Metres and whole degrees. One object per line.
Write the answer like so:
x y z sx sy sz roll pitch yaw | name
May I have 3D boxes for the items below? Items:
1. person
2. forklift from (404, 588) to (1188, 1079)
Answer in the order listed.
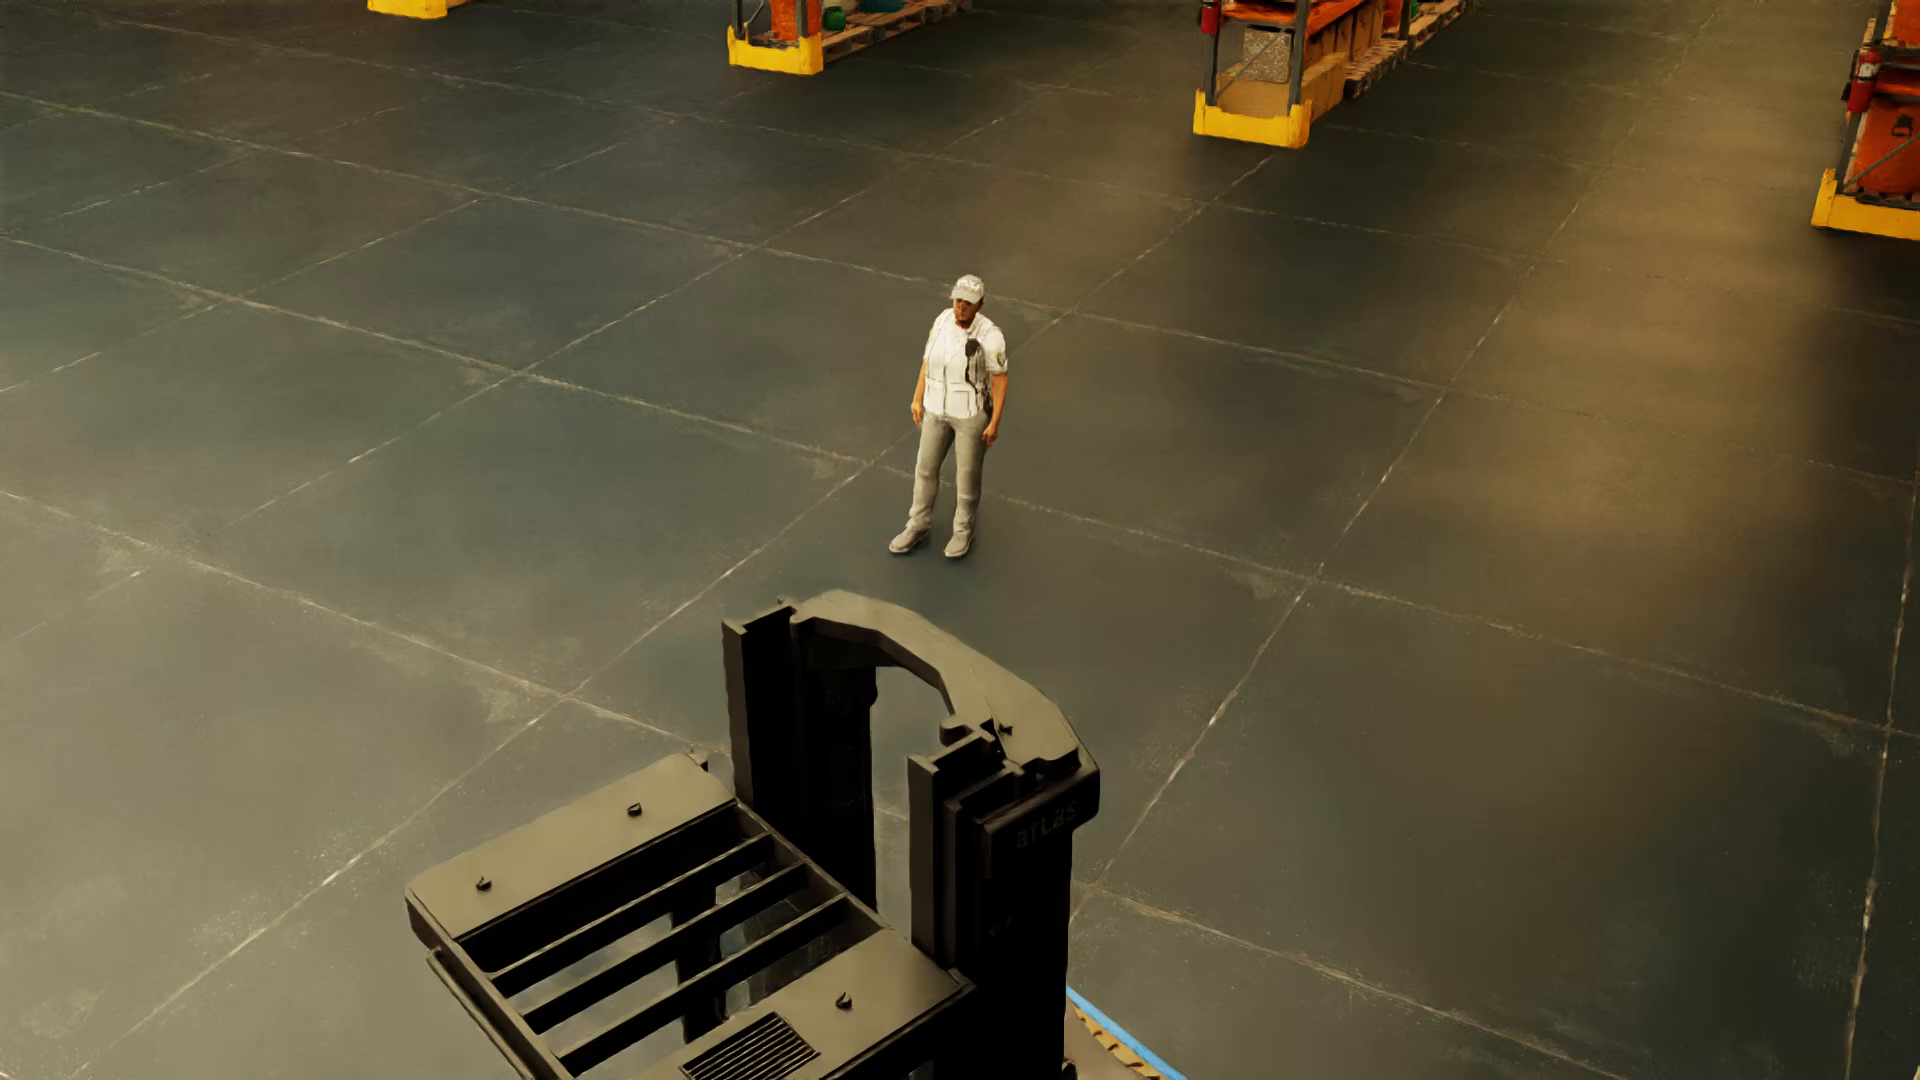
-0.057 -0.700 9.534 0.598 1.669 0.529 15 33 25 | person
-0.550 1.705 4.116 3.031 2.935 1.130 -24 37 -35 | forklift
